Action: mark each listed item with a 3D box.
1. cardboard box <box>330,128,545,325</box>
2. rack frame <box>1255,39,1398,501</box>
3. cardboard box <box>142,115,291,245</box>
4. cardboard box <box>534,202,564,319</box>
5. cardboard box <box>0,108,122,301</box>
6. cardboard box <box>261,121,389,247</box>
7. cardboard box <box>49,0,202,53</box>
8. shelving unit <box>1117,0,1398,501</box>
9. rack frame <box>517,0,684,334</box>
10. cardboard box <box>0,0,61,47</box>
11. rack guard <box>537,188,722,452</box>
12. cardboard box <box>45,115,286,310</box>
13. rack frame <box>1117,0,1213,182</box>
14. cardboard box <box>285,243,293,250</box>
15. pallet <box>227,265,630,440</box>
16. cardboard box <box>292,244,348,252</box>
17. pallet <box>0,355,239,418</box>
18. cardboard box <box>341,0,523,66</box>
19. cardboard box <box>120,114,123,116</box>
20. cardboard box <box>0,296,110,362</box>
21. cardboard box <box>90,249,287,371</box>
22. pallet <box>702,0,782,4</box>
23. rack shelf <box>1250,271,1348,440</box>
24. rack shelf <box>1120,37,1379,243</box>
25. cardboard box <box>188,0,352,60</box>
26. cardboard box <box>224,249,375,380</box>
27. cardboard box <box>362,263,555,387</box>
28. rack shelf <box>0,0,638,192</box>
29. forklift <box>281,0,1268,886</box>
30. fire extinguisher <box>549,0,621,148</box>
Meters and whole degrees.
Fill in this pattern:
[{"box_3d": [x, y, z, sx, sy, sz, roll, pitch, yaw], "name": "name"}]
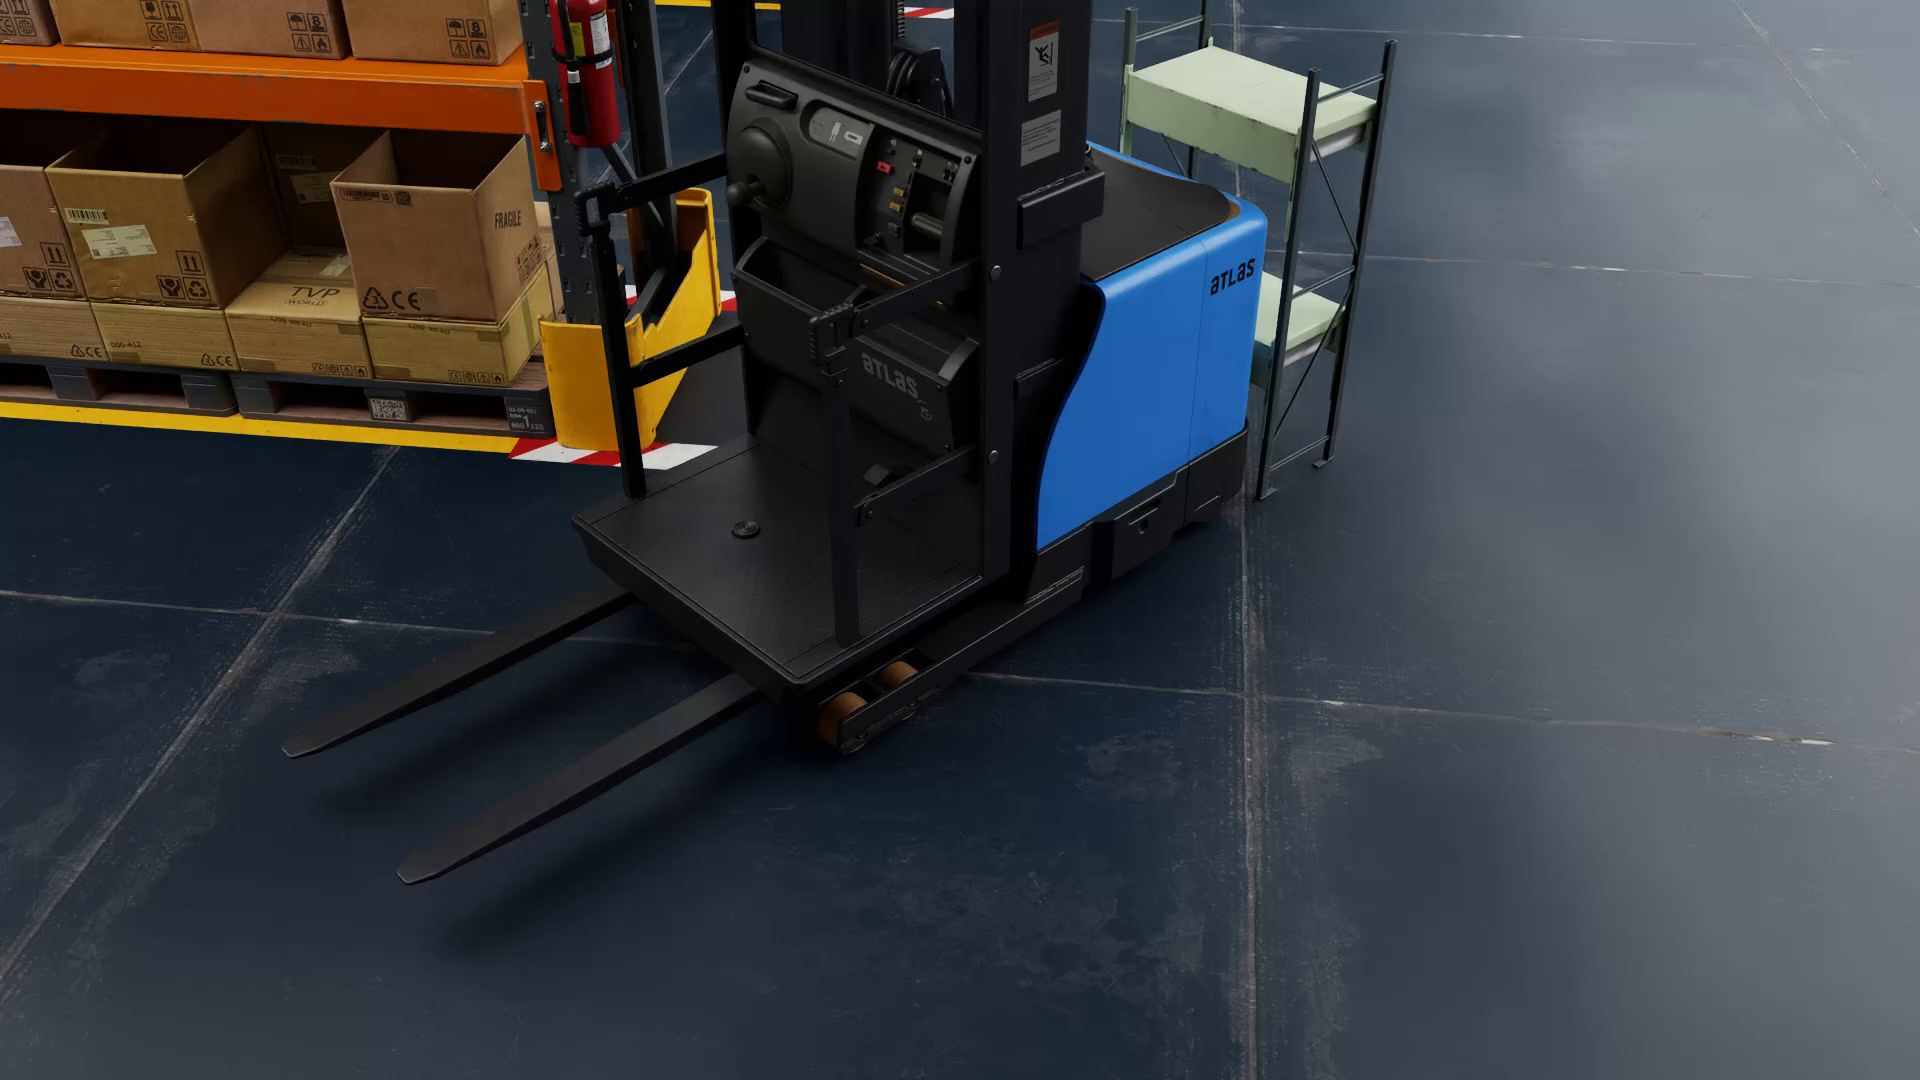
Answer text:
[{"box_3d": [-1.808, -1.104, 5.816, 0.500, 0.500, 0.500, 4, 36, 6], "name": "cardboard box"}, {"box_3d": [1.166, -0.825, 5.356, 0.400, 1.500, 0.023, -27, 44, -33], "name": "rack frame"}, {"box_3d": [-2.735, -1.469, 6.327, 0.500, 0.500, 0.500, 4, 36, 6], "name": "cardboard box"}, {"box_3d": [-1.741, -1.098, 6.453, 0.500, 0.250, 0.500, 4, 36, 6], "name": "cardboard box"}, {"box_3d": [-3.297, -1.207, 5.960, 0.500, 0.500, 0.500, 4, 36, 6], "name": "cardboard box"}, {"box_3d": [-2.238, -1.439, 6.286, 0.500, 0.500, 0.500, 4, 36, 6], "name": "cardboard box"}, {"box_3d": [-2.713, -2.038, 5.678, 0.500, 0.500, 0.700, 4, 36, 6], "name": "cardboard box"}, {"box_3d": [0.924, -0.984, 5.579, 0.431, 1.500, 0.755, -27, 44, -33], "name": "shelving unit"}, {"box_3d": [-1.238, -1.879, 5.541, 0.127, 3.000, 1.000, 4, 36, 6], "name": "rack frame"}, {"box_3d": [-3.235, -2.074, 5.729, 0.500, 0.500, 0.700, 5, 36, 7], "name": "cardboard box"}, {"box_3d": [-1.214, -0.860, 6.265, 0.348, 0.500, 1.175, 4, 36, 6], "name": "rack guard"}, {"box_3d": [-2.801, -1.169, 5.907, 0.500, 0.500, 0.500, 4, 36, 6], "name": "cardboard box"}, {"box_3d": [0.681, -1.143, 5.802, 0.400, 1.500, 0.023, -27, 44, -33], "name": "rack frame"}, {"box_3d": [-2.734, -1.170, 6.554, 0.500, 0.250, 0.500, 4, 36, 6], "name": "cardboard box"}, {"box_3d": [-2.002, -0.776, 6.397, 1.213, 0.211, 1.003, 4, 36, 6], "name": "pallet"}, {"box_3d": [-2.238, -1.133, 6.502, 0.500, 0.250, 0.500, 4, 36, 6], "name": "cardboard box"}, {"box_3d": [-3.208, -0.868, 6.525, 1.213, 0.211, 1.003, 4, 36, 6], "name": "pallet"}, {"box_3d": [-1.699, -1.961, 5.571, 0.500, 0.500, 0.700, 4, 36, 6], "name": "cardboard box"}, {"box_3d": [-3.229, -1.516, 6.393, 0.500, 0.500, 0.500, 4, 36, 6], "name": "cardboard box"}, {"box_3d": [-3.297, -0.904, 6.181, 0.500, 0.250, 0.500, 4, 36, 6], "name": "cardboard box"}, {"box_3d": [-2.801, -0.866, 6.128, 0.500, 0.250, 0.500, 4, 36, 6], "name": "cardboard box"}, {"box_3d": [-1.490, -3.639, 10.408, 1.213, 0.211, 1.003, 4, 36, 6], "name": "pallet"}, {"box_3d": [0.924, -0.719, 5.768, 0.431, 0.370, 0.720, -27, 44, -33], "name": "rack shelf"}, {"box_3d": [0.924, -1.302, 5.352, 0.431, 0.370, 0.720, -27, 44, -33], "name": "rack shelf"}, {"box_3d": [-2.221, -1.997, 5.622, 0.500, 0.500, 0.700, 5, 36, 7], "name": "cardboard box"}, {"box_3d": [-2.305, -0.830, 6.077, 0.500, 0.250, 0.500, 4, 36, 6], "name": "cardboard box"}, {"box_3d": [-1.807, -0.800, 6.035, 0.500, 0.250, 0.500, 4, 36, 6], "name": "cardboard box"}, {"box_3d": [-3.222, -1.734, 5.958, 4.000, 0.370, 1.077, 4, 36, 6], "name": "rack shelf"}, {"box_3d": [-0.455, -0.939, 4.284, 3.031, 2.935, 1.130, -29, 45, -34], "name": "forklift"}, {"box_3d": [-1.180, -1.571, 5.177, 0.183, 0.674, 0.296, 4, 36, 6], "name": "fire extinguisher"}]
